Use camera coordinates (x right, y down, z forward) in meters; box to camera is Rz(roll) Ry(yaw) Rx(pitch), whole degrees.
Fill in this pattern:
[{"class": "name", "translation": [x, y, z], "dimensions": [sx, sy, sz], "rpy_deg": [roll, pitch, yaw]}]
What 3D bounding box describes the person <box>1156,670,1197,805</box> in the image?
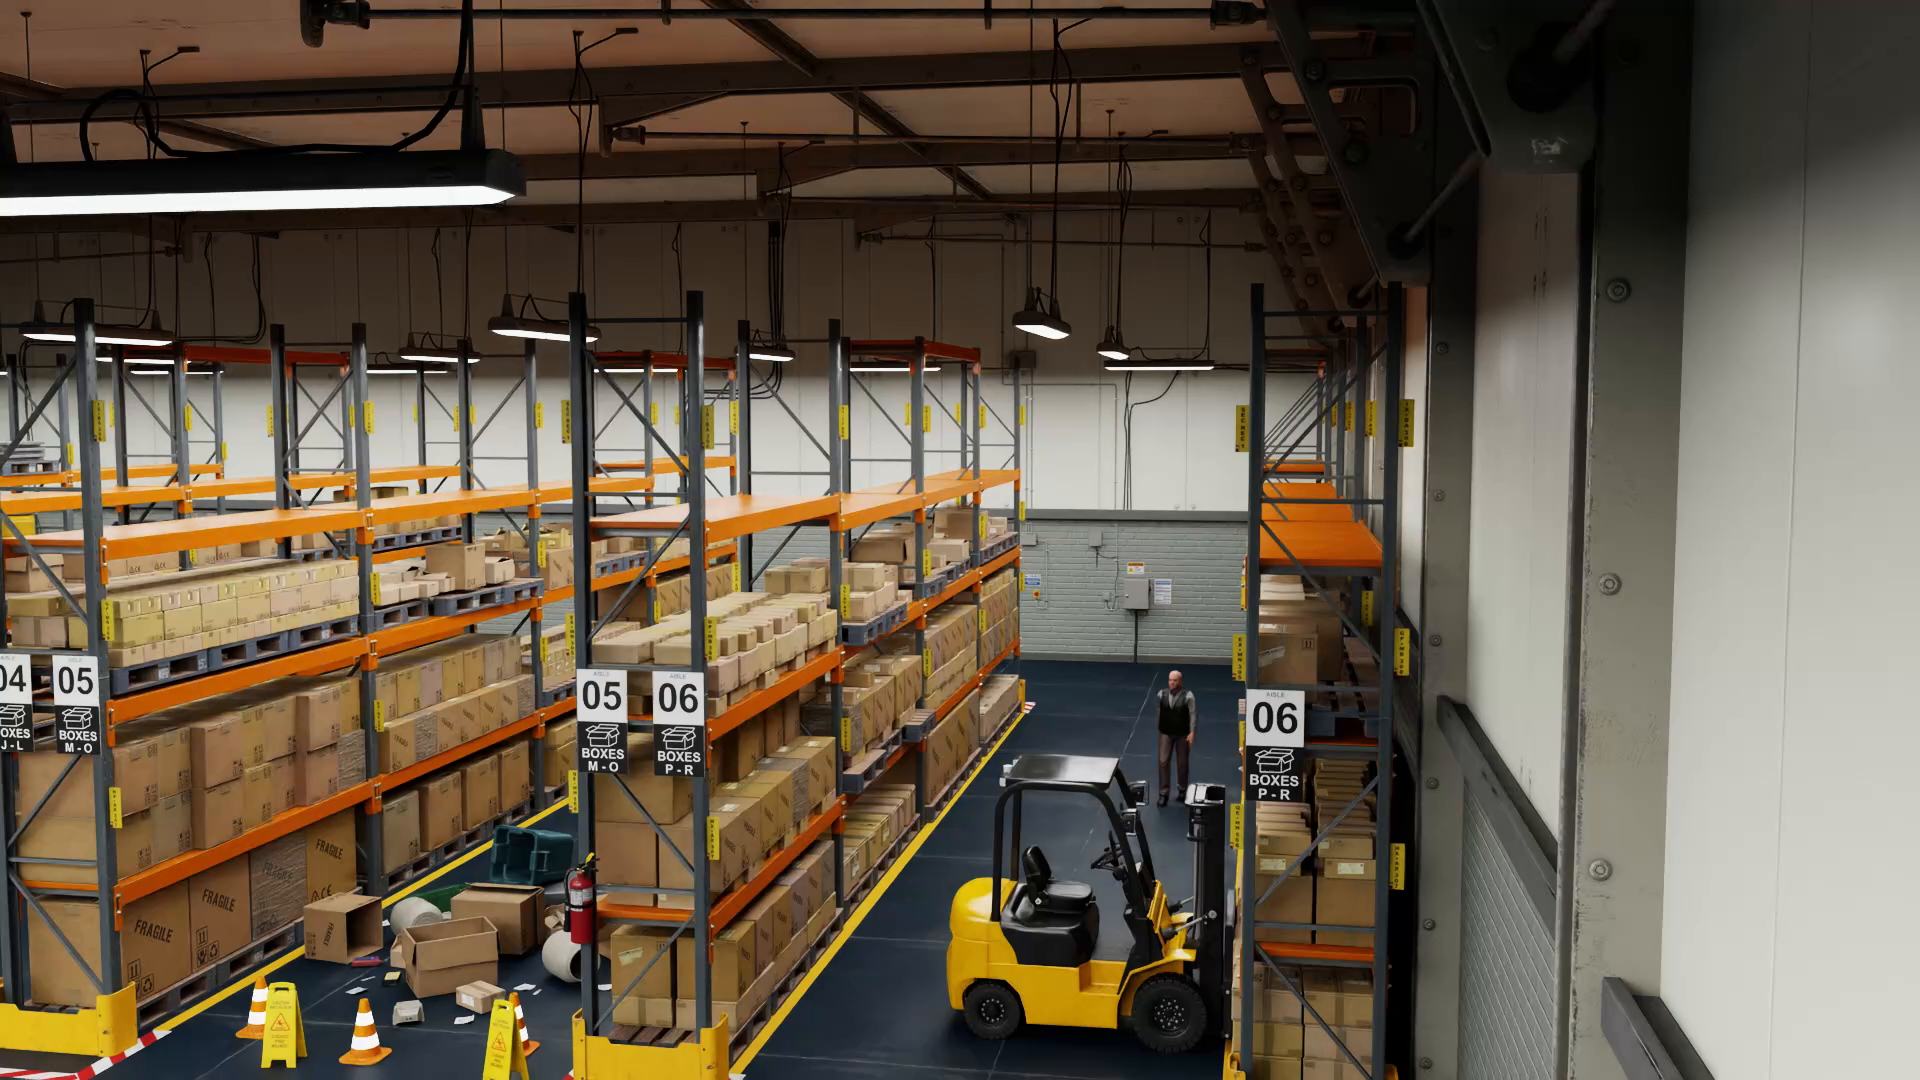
[{"class": "person", "translation": [2.817, 2.565, 21.732], "dimensions": [0.586, 1.729, 0.652], "rpy_deg": [3, 5, 33]}]
